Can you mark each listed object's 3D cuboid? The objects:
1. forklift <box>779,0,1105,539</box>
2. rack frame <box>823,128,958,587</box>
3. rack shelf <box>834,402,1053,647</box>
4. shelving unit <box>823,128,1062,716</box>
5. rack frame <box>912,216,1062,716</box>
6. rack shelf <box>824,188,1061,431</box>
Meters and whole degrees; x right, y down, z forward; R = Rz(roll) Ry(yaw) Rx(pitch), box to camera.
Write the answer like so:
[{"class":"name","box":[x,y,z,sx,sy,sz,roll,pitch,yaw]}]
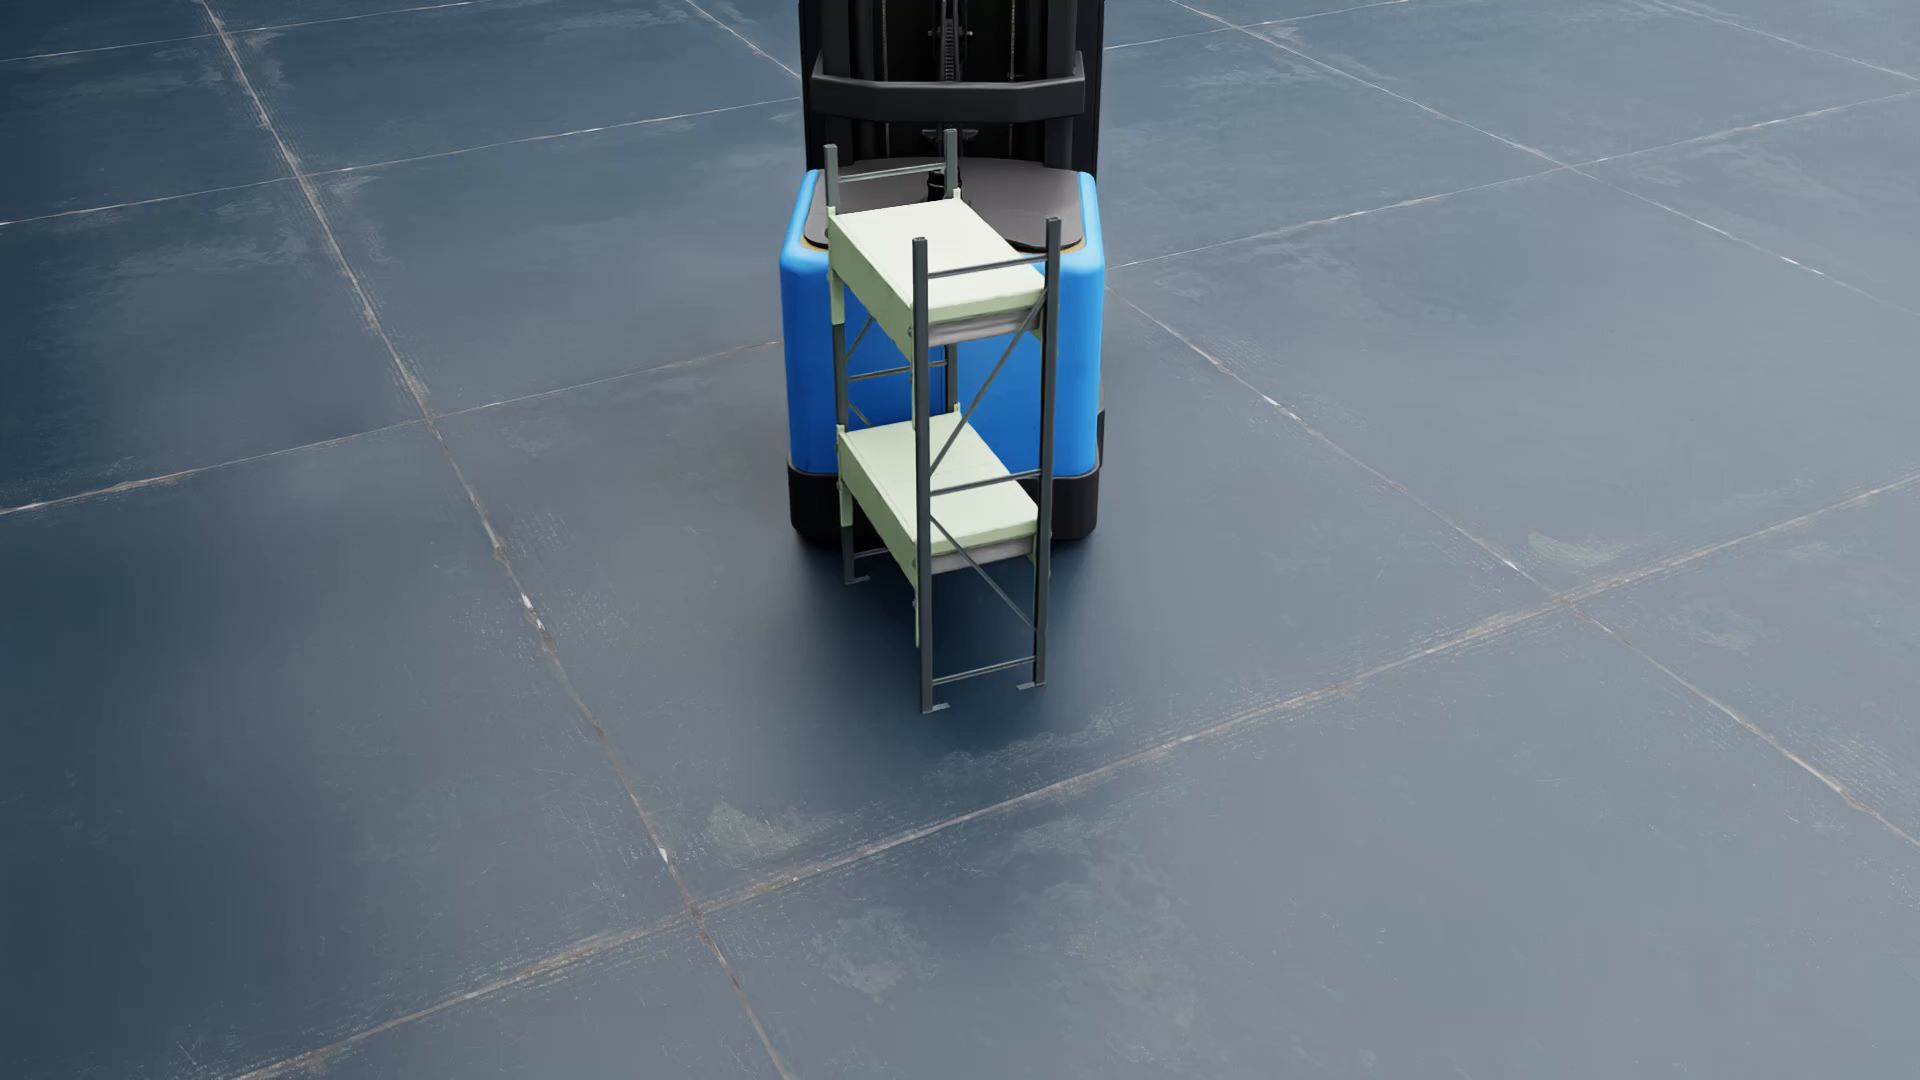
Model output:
[{"class":"forklift","box":[-0.025,-1.997,6.150,1.130,2.935,3.031,1,33,1]},{"class":"rack frame","box":[-0.198,-0.523,5.175,0.400,1.500,0.023,-12,35,-18]},{"class":"rack shelf","box":[-0.064,-0.064,5.064,0.431,0.370,0.720,-12,35,-18]},{"class":"shelving unit","box":[-0.064,-0.339,4.888,0.431,1.500,0.755,-12,35,-18]},{"class":"rack frame","box":[0.070,-0.155,4.602,0.400,1.500,0.023,-12,35,-18]},{"class":"rack shelf","box":[-0.064,-0.667,4.678,0.431,0.370,0.720,-12,35,-18]}]
